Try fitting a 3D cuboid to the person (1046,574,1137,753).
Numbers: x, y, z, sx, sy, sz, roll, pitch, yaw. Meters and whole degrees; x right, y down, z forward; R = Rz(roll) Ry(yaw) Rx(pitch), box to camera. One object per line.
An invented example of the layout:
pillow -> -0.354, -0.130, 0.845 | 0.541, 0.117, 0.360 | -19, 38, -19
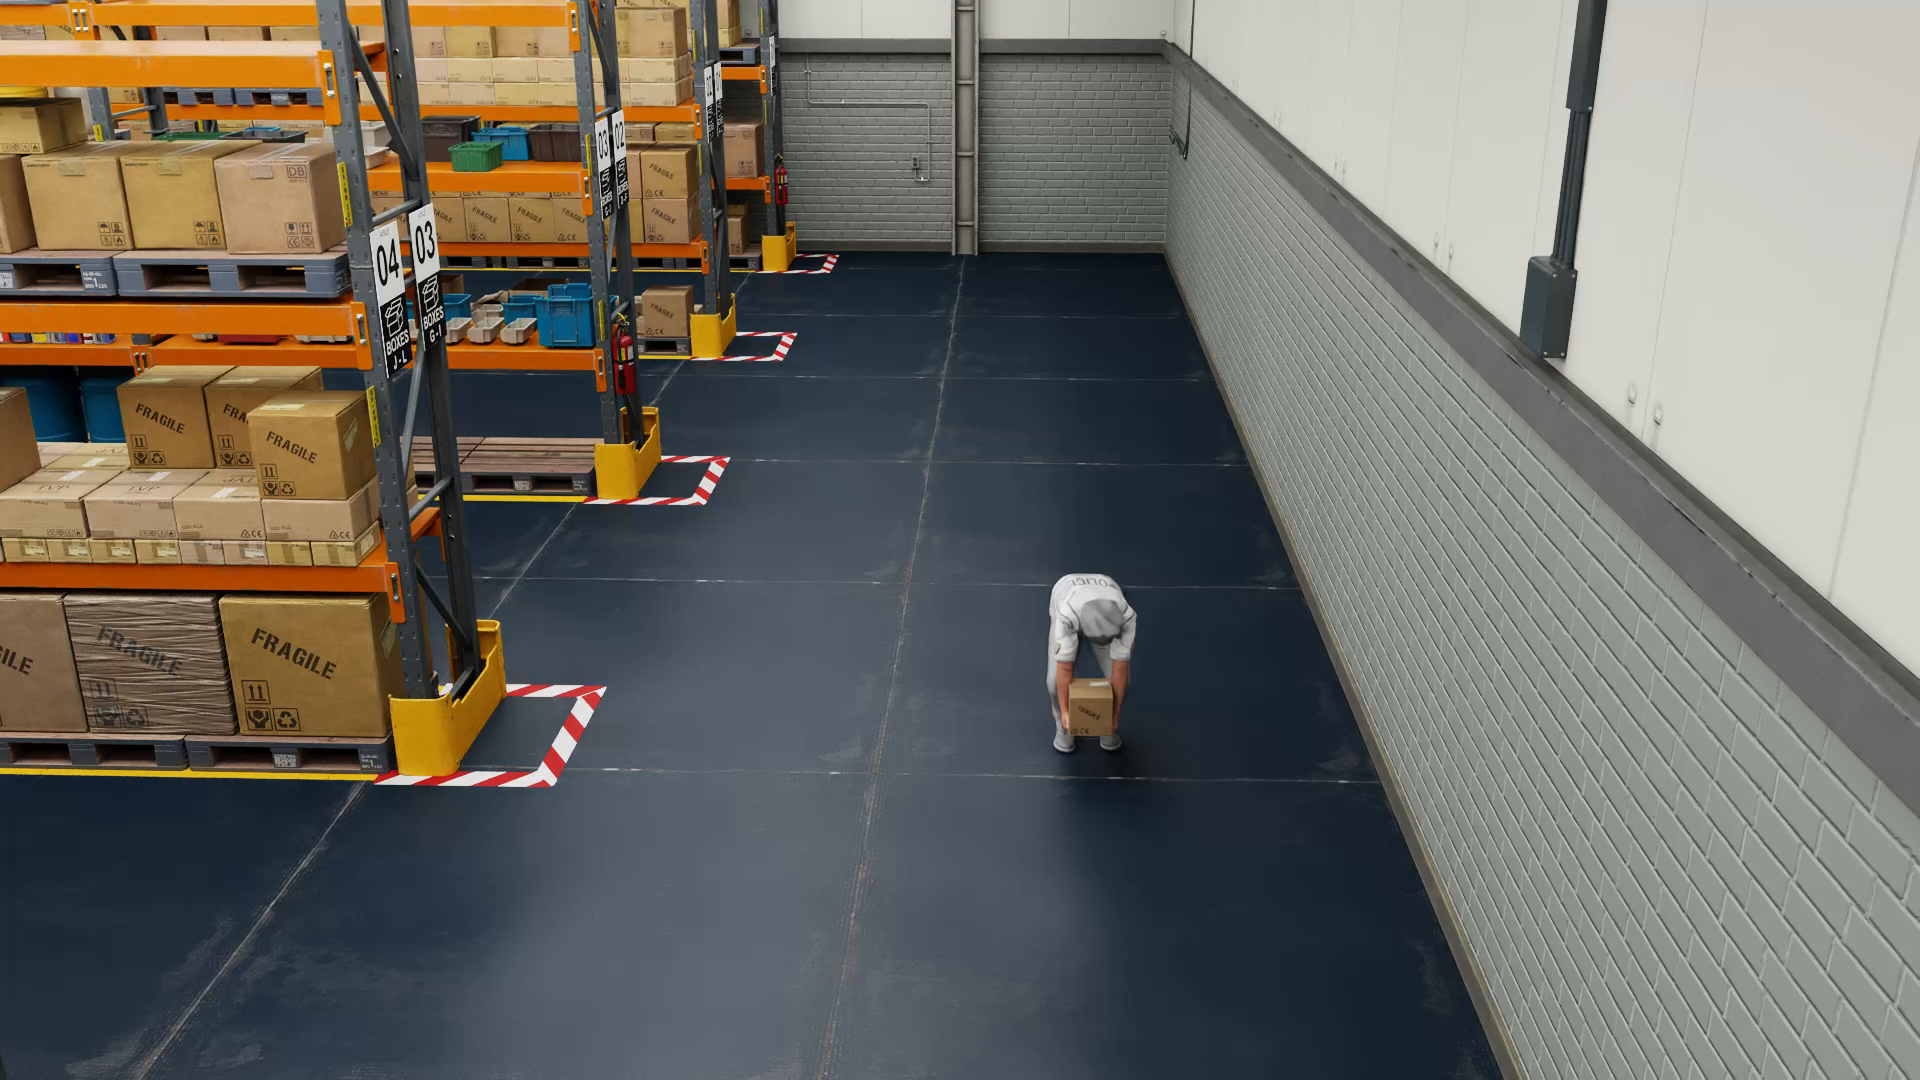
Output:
person -> 0.779, 0.757, 9.888 | 0.516, 1.171, 1.028 | 0, 21, -1
